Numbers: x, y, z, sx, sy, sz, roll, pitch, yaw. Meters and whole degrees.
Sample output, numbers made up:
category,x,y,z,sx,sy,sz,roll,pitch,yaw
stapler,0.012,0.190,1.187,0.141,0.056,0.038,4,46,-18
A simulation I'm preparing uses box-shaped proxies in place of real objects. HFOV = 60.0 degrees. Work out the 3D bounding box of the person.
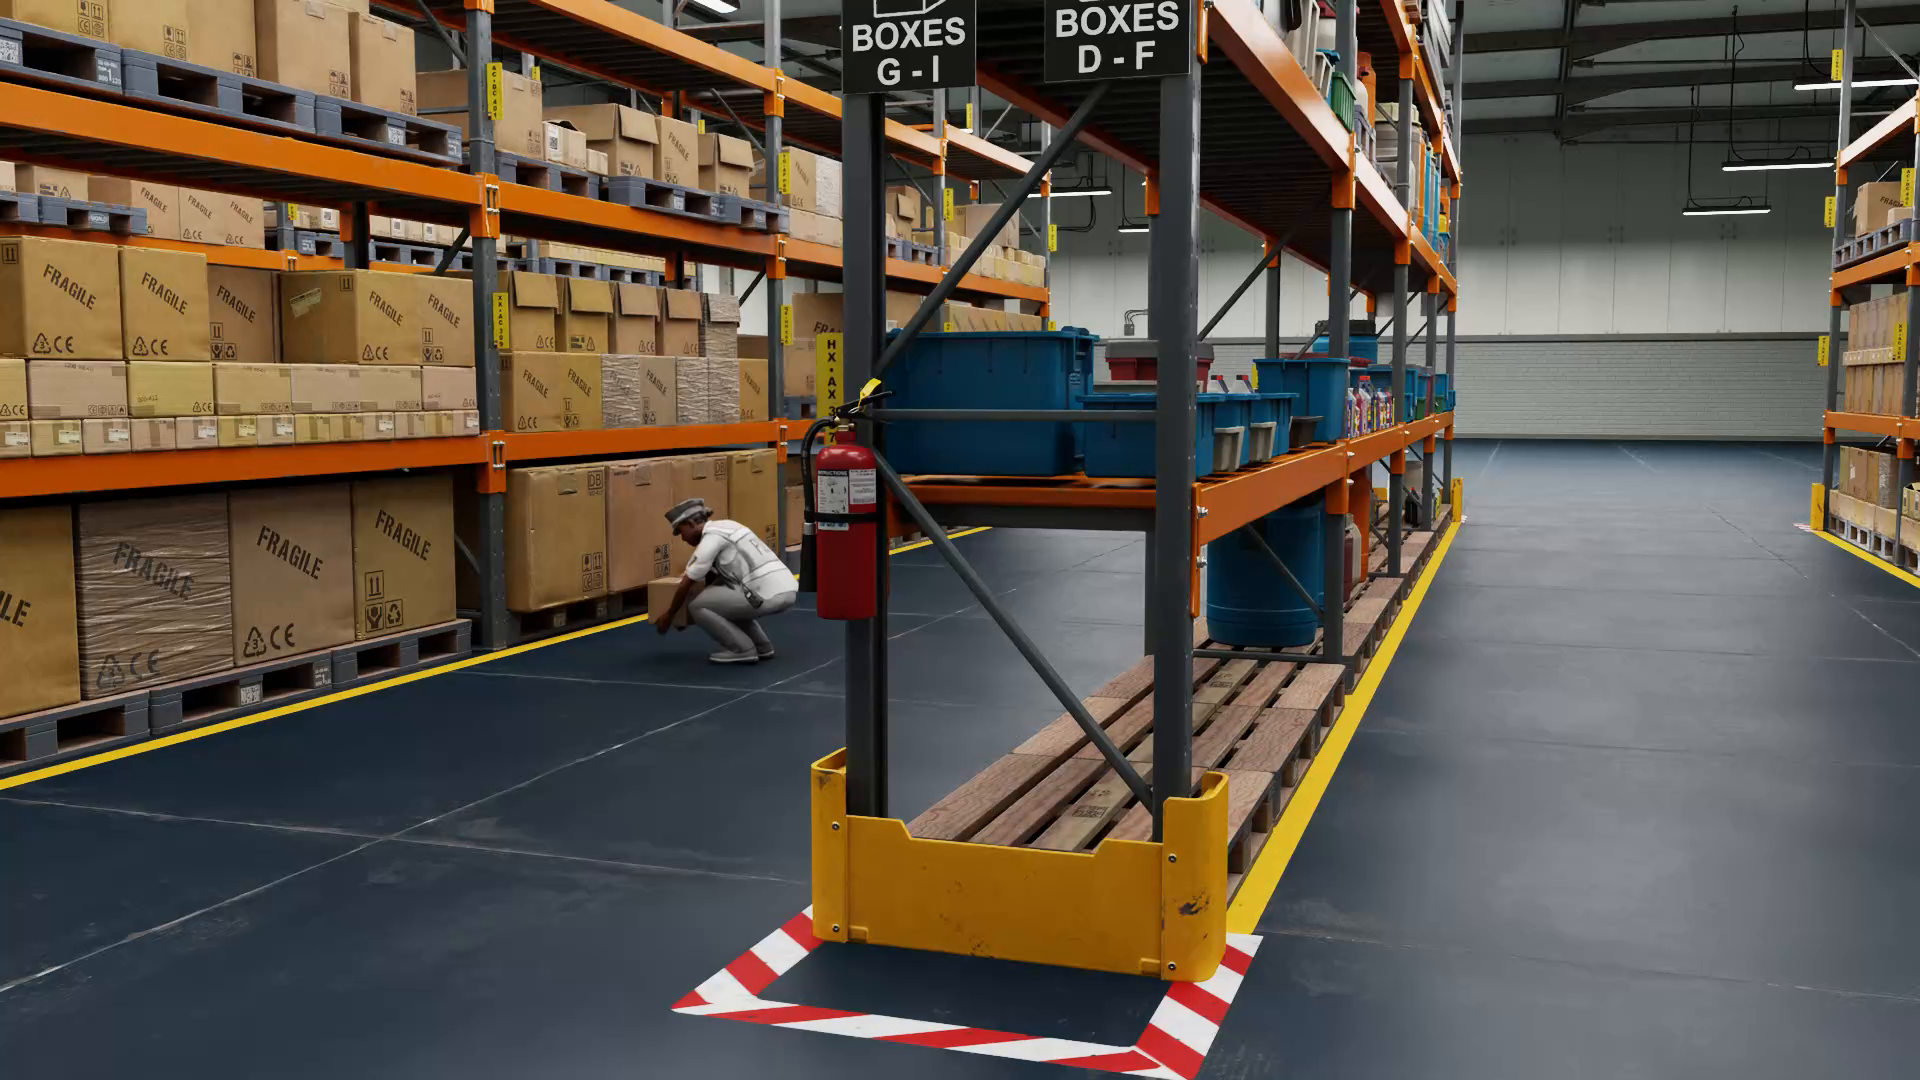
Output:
category,x,y,z,sx,sy,sz,roll,pitch,yaw
person,-1.349,0.230,9.675,0.823,0.957,0.509,2,6,18
